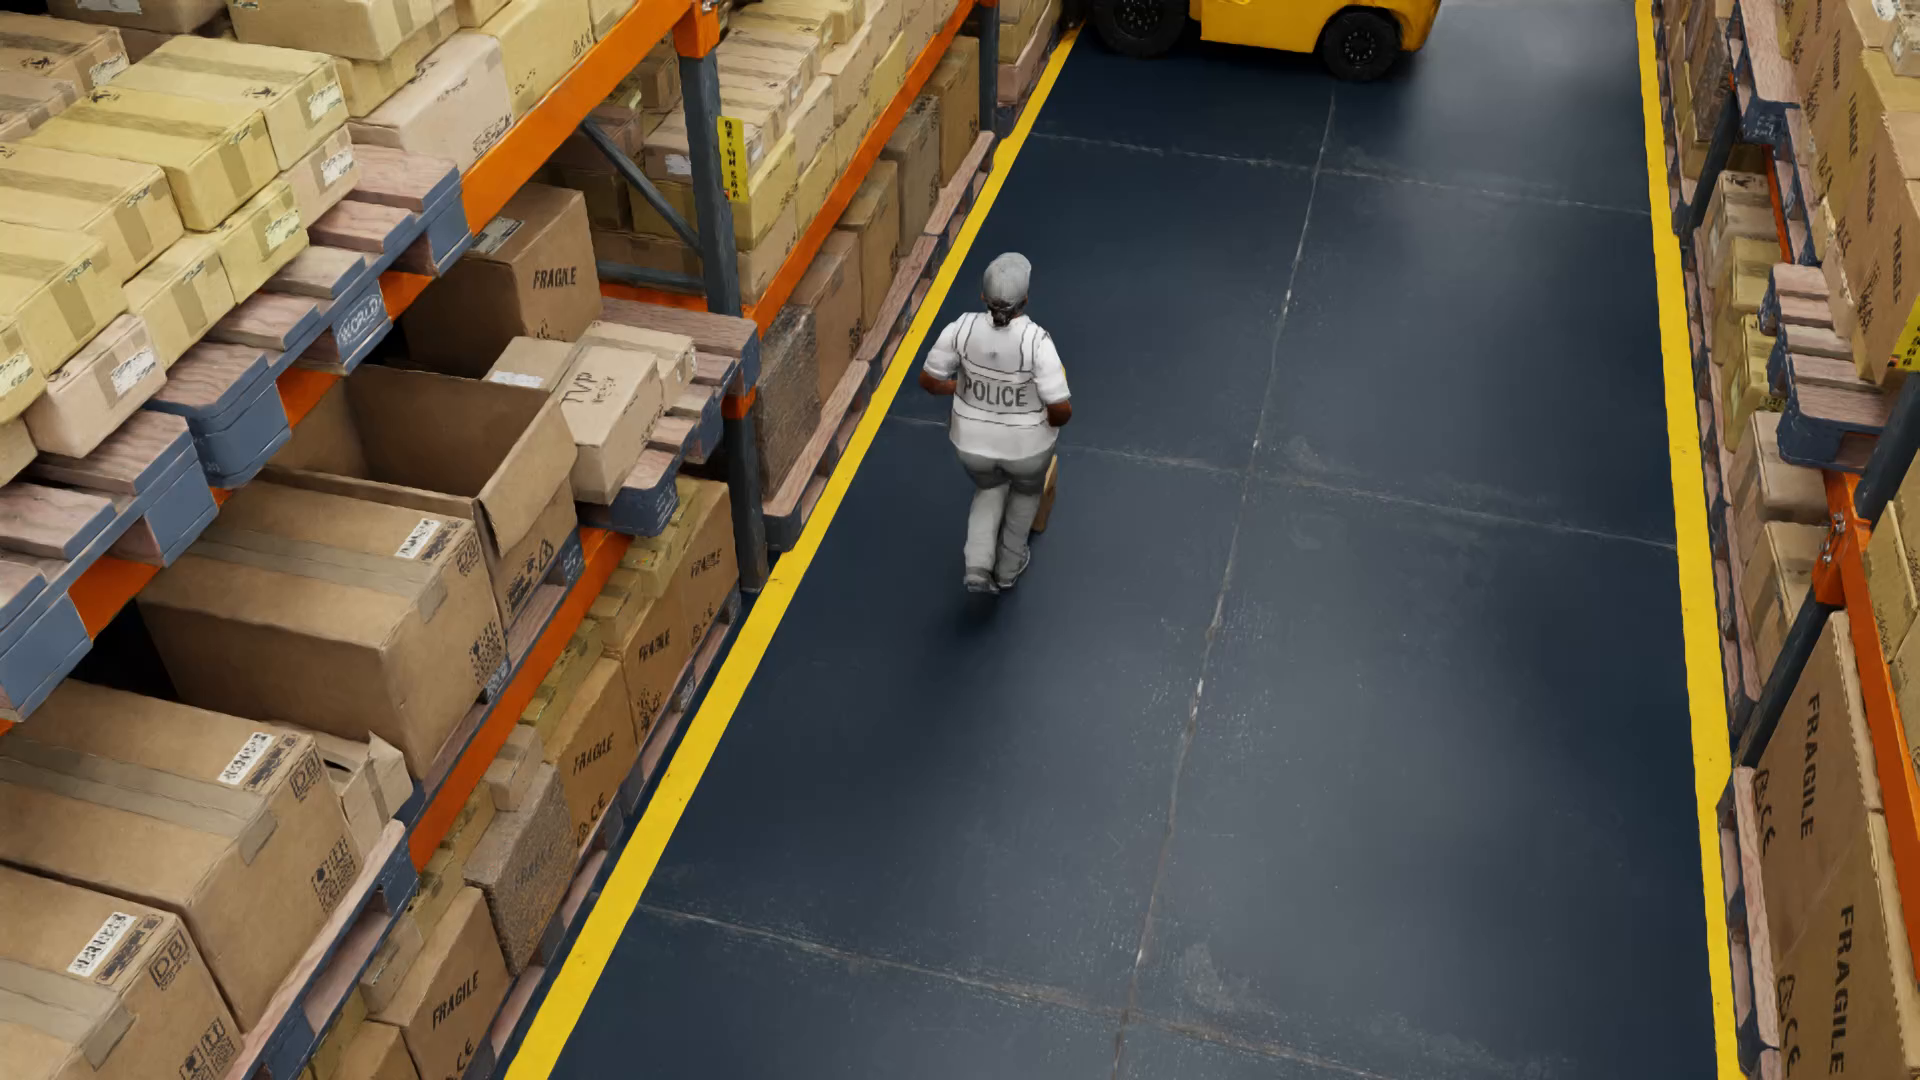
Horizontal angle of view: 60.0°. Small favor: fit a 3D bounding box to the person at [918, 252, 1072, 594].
[{"bbox_3d":[0.158,-0.406,6.640,0.622,1.631,0.583,13,43,14],"label":"person"}]
